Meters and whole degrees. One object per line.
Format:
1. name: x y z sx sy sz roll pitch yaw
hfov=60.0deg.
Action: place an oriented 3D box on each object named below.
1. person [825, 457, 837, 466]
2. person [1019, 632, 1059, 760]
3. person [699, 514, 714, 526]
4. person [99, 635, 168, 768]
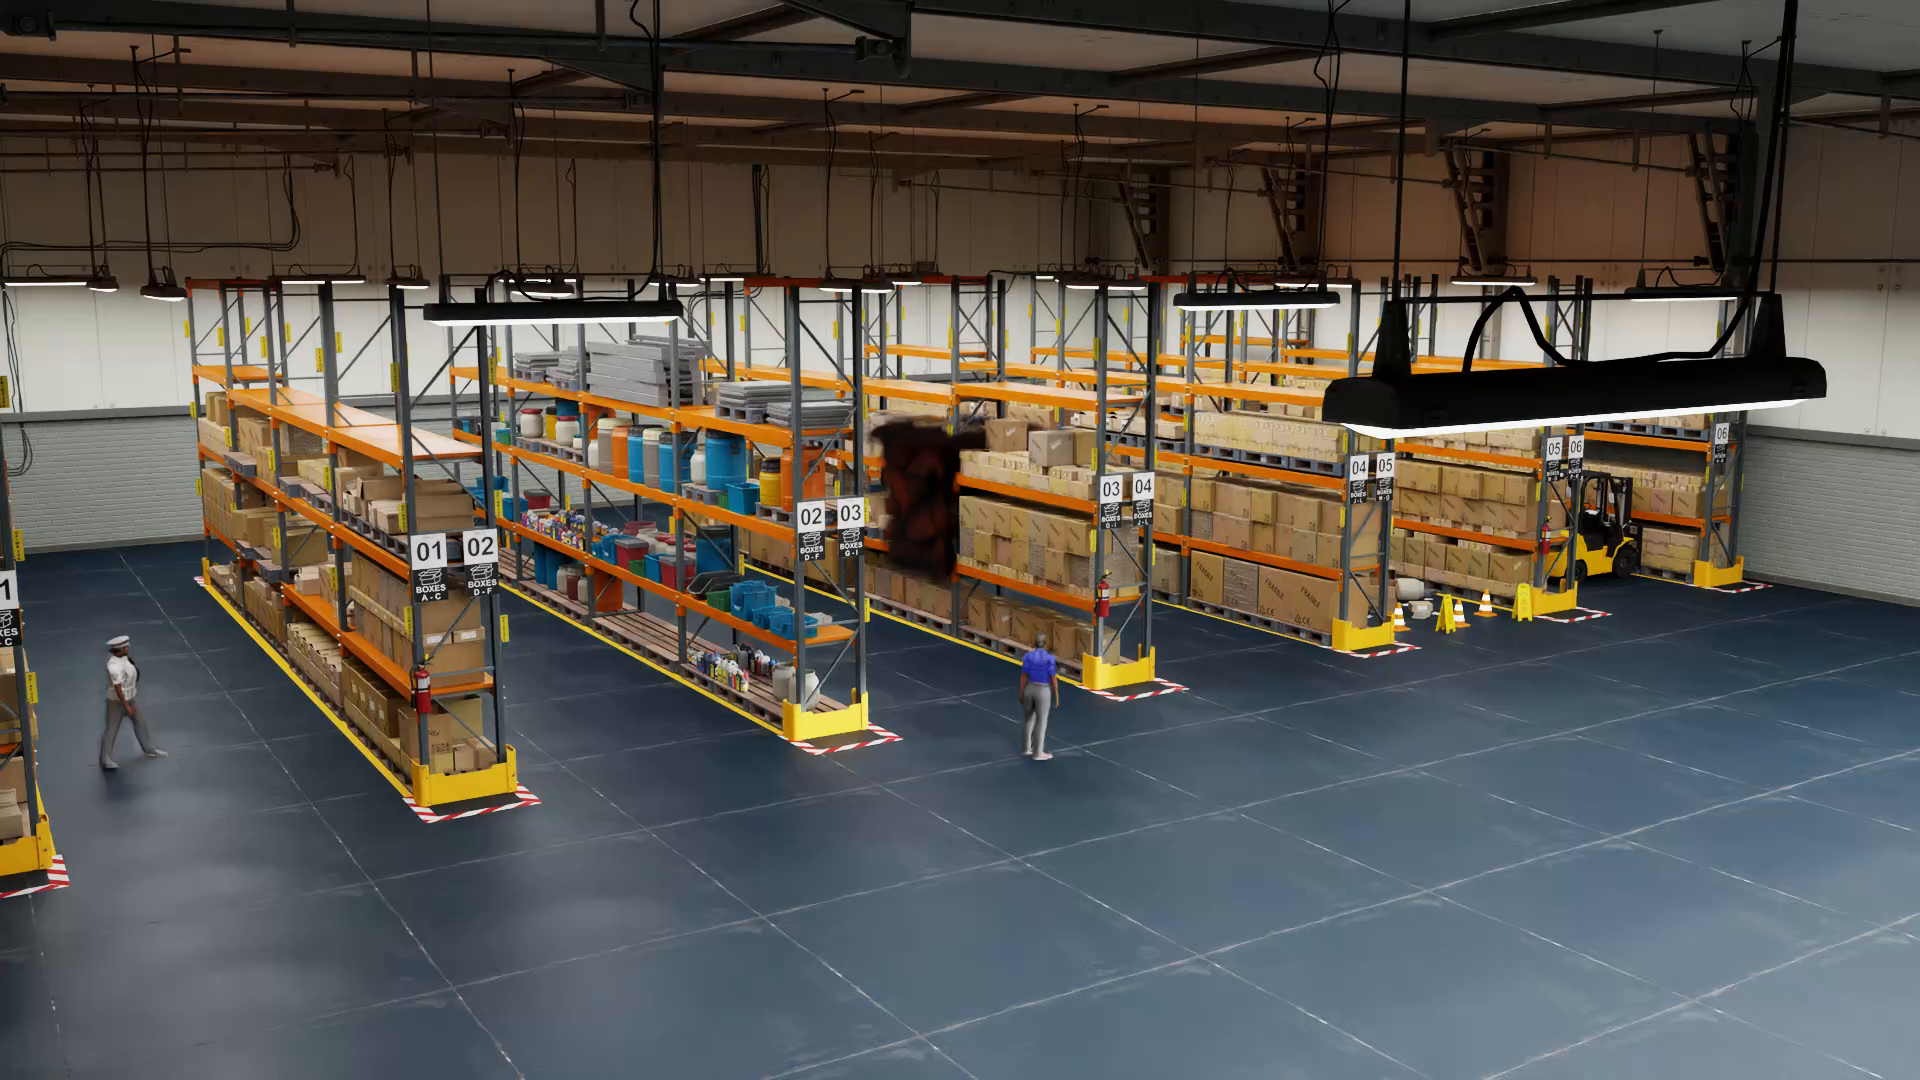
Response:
1. person: -3.128 -1.500 41.512 0.552 1.765 0.825 3 10 19
2. person: 1.022 1.994 21.286 0.515 1.653 0.403 7 12 37
3. person: -5.144 -0.161 33.947 0.412 1.686 0.508 -6 11 -31
4. person: -10.538 2.016 21.041 0.650 1.670 0.662 0 10 -2
